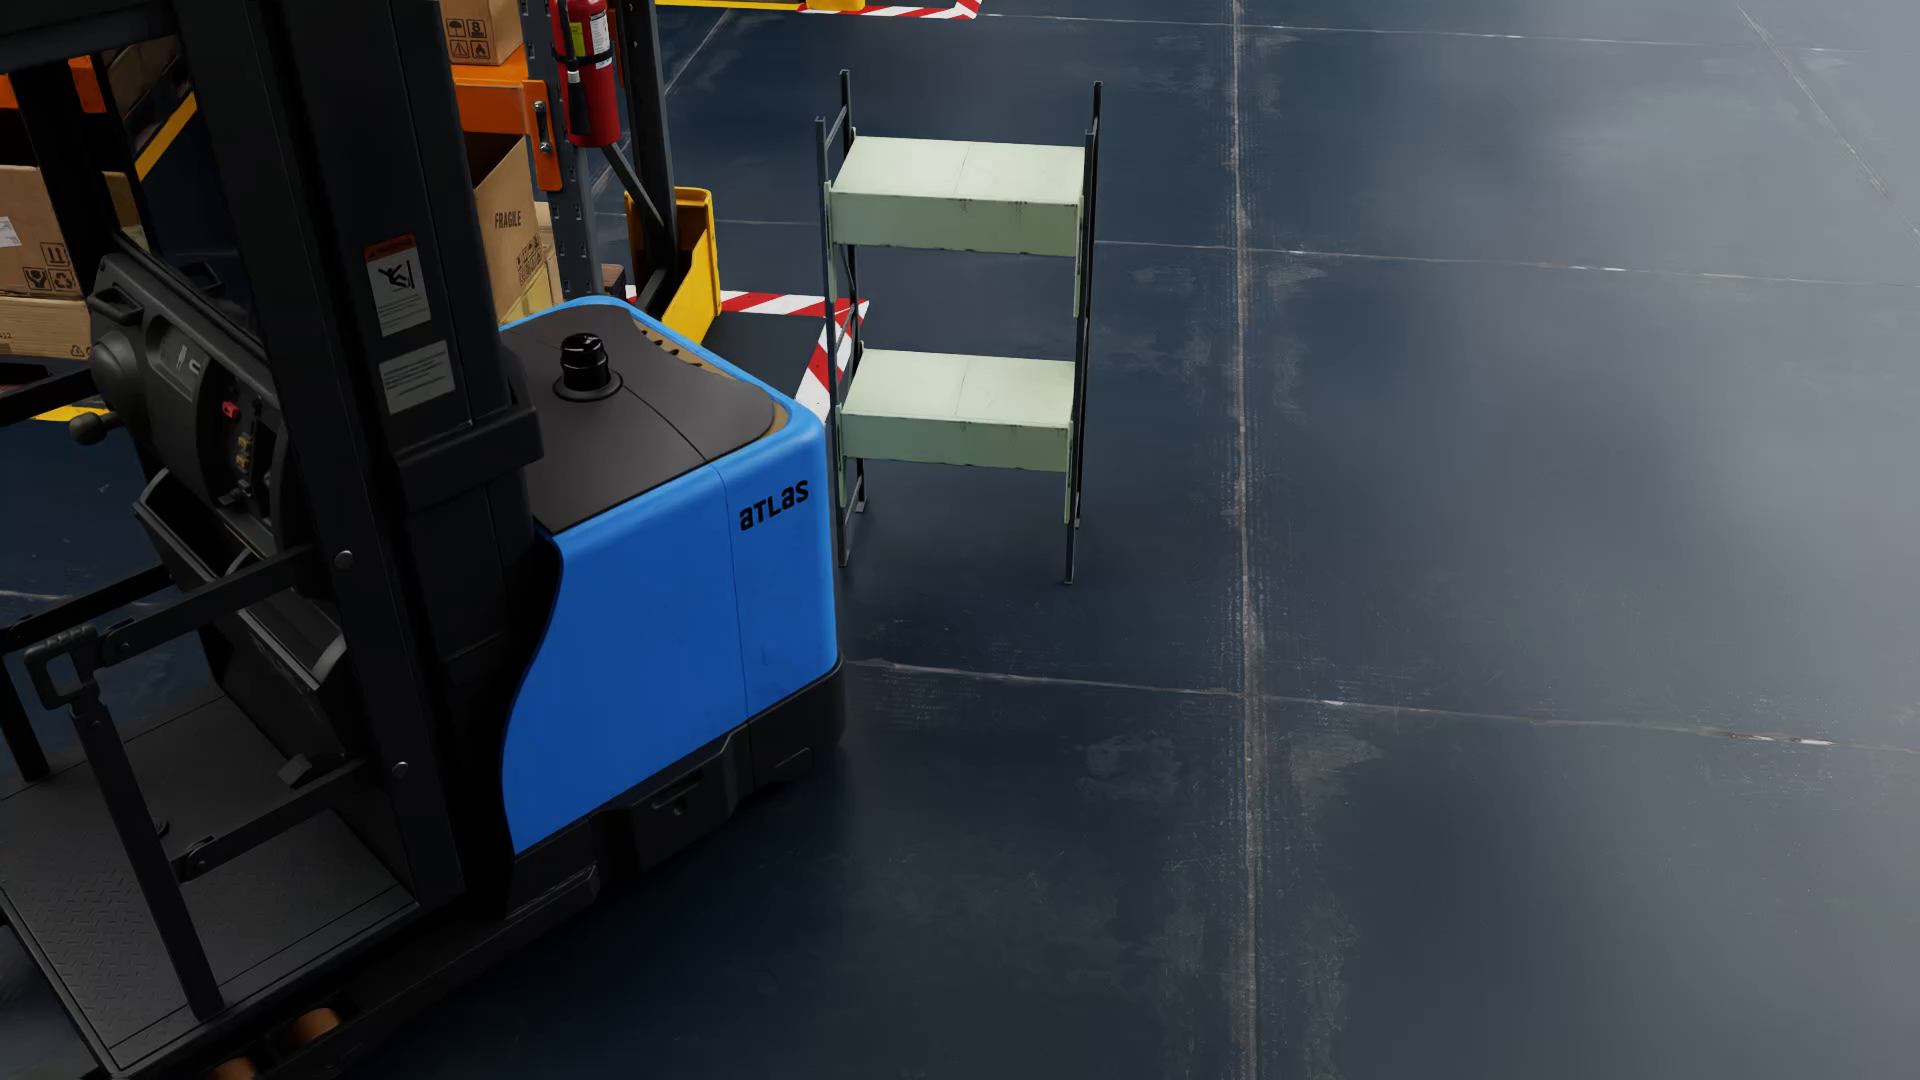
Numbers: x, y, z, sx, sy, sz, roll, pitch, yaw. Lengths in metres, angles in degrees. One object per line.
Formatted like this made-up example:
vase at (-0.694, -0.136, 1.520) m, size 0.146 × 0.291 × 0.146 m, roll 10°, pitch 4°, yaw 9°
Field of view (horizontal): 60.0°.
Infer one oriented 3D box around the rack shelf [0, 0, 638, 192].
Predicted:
rack shelf at (-3.222, -1.734, 5.958) m, size 4.000 × 0.370 × 1.077 m, roll 4°, pitch 36°, yaw 6°

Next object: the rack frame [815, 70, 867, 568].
rack frame at (-0.356, -0.637, 5.093) m, size 0.023 × 1.500 × 0.400 m, roll 4°, pitch 36°, yaw 6°

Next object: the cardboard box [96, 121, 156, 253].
cardboard box at (-2.801, -1.169, 5.907) m, size 0.500 × 0.500 × 0.500 m, roll 4°, pitch 36°, yaw 6°

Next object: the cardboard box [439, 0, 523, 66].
cardboard box at (-1.699, -1.961, 5.571) m, size 0.500 × 0.500 × 0.700 m, roll 4°, pitch 36°, yaw 6°

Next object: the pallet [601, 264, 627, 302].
pallet at (-2.002, -0.776, 6.397) m, size 1.213 × 0.211 × 1.003 m, roll 4°, pitch 36°, yaw 6°

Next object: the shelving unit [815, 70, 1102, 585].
shelving unit at (0.007, -0.610, 5.055) m, size 0.755 × 1.500 × 0.431 m, roll 4°, pitch 36°, yaw 6°

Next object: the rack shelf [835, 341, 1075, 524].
rack shelf at (0.007, -0.345, 5.244) m, size 0.720 × 0.370 × 0.431 m, roll 4°, pitch 36°, yaw 6°

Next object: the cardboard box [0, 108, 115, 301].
cardboard box at (-3.297, -1.207, 5.960) m, size 0.500 × 0.500 × 0.500 m, roll 4°, pitch 36°, yaw 6°

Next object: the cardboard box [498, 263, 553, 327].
cardboard box at (-1.807, -0.800, 6.035) m, size 0.500 × 0.250 × 0.500 m, roll 4°, pitch 36°, yaw 6°

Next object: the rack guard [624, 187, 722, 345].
rack guard at (-1.214, -0.860, 6.265) m, size 0.348 × 0.500 × 1.175 m, roll 4°, pitch 36°, yaw 6°

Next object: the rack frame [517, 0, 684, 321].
rack frame at (-1.238, -1.879, 5.541) m, size 0.127 × 3.000 × 1.000 m, roll 4°, pitch 36°, yaw 6°

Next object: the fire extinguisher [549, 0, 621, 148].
fire extinguisher at (-1.180, -1.571, 5.177) m, size 0.183 × 0.674 × 0.296 m, roll 4°, pitch 36°, yaw 6°

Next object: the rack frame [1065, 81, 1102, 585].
rack frame at (0.370, -0.583, 5.017) m, size 0.023 × 1.500 × 0.400 m, roll 4°, pitch 36°, yaw 6°

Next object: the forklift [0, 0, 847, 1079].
forklift at (-1.729, -0.228, 3.288) m, size 3.031 × 2.935 × 1.130 m, roll -29°, pitch 45°, yaw -34°

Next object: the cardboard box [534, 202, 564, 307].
cardboard box at (-1.741, -1.098, 6.453) m, size 0.500 × 0.250 × 0.500 m, roll 4°, pitch 36°, yaw 6°

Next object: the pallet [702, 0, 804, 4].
pallet at (-1.490, -3.639, 10.408) m, size 1.213 × 0.211 × 1.003 m, roll 4°, pitch 36°, yaw 6°

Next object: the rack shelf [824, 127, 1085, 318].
rack shelf at (0.007, -0.928, 4.828) m, size 0.720 × 0.370 × 0.431 m, roll 4°, pitch 36°, yaw 6°

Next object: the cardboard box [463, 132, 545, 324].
cardboard box at (-1.808, -1.104, 5.816) m, size 0.500 × 0.500 × 0.500 m, roll 4°, pitch 36°, yaw 6°

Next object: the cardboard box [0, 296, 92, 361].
cardboard box at (-3.297, -0.904, 6.181) m, size 0.500 × 0.250 × 0.500 m, roll 4°, pitch 36°, yaw 6°

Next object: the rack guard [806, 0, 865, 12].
rack guard at (-0.685, -3.694, 10.236) m, size 0.348 × 0.500 × 1.175 m, roll 4°, pitch 36°, yaw 6°

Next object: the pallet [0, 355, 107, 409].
pallet at (-3.208, -0.868, 6.525) m, size 1.213 × 0.211 × 1.003 m, roll 4°, pitch 36°, yaw 6°
